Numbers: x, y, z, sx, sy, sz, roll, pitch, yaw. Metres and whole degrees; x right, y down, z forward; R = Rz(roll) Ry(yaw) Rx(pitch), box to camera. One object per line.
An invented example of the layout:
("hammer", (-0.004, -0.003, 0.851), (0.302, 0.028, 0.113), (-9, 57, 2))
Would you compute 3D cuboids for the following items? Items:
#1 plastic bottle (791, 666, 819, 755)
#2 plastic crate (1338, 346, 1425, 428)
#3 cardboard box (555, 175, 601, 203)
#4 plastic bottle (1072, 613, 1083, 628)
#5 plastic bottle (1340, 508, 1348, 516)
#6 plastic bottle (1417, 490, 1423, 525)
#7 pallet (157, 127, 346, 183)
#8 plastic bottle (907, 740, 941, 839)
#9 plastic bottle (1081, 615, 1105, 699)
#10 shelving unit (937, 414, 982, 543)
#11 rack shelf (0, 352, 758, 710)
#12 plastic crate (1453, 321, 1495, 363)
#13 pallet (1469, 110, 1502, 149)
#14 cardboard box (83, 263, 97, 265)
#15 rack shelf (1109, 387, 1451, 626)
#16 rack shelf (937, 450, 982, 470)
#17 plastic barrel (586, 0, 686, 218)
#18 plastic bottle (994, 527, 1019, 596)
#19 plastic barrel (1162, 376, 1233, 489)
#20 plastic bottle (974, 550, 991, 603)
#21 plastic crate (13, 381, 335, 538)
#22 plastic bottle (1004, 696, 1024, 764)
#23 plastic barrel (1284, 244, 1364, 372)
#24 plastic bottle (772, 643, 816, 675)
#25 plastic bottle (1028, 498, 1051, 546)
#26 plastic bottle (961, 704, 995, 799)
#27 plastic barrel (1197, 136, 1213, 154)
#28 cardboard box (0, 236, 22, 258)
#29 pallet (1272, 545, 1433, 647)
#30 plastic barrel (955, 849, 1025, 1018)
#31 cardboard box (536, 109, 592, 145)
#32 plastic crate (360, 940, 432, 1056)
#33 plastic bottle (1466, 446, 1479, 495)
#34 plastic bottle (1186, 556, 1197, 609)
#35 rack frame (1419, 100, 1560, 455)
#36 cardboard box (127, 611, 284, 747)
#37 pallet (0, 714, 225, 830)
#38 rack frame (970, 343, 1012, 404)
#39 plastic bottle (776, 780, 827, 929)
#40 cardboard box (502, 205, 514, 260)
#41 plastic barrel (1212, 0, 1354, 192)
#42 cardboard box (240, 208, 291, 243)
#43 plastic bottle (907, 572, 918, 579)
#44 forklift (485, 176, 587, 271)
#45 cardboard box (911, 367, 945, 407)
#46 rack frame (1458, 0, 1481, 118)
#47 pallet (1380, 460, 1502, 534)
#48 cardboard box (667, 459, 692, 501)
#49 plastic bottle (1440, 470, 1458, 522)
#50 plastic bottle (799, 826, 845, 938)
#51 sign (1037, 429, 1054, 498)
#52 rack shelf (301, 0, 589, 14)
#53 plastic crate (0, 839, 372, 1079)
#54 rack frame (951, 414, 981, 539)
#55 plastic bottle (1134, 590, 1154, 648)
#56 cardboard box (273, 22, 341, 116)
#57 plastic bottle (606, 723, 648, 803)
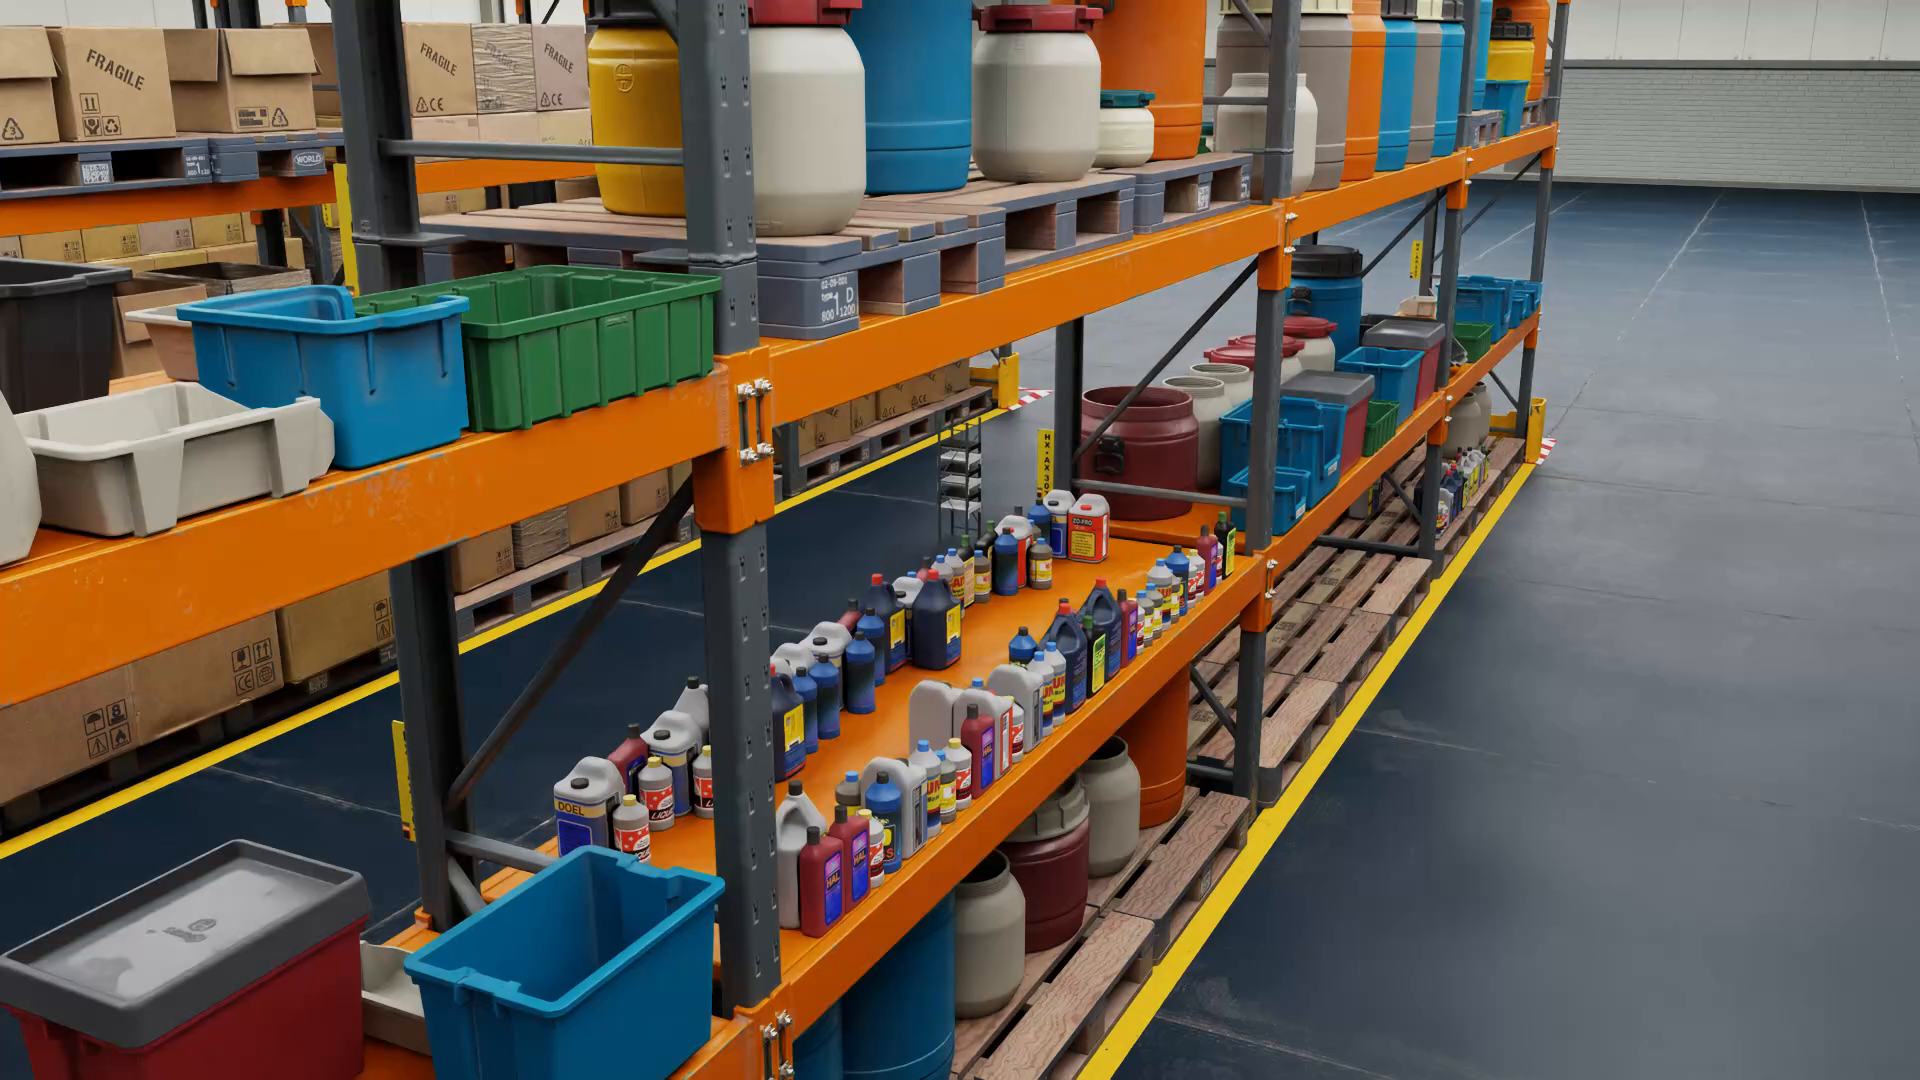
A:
("plastic bottle", (-0.494, 0.528, 5.204), (0.097, 0.271, 0.097), (0, 17, 0))
("plastic crate", (2.471, -0.891, 9.784), (0.392, 0.384, 0.575), (8, 18, 25))
("cardboard box", (-2.226, -2.154, 12.216), (1.000, 1.000, 1.000), (8, 18, 26))
("plastic bottle", (0.392, 0.377, 5.691), (0.061, 0.283, 0.133), (8, 18, 25))
("plastic bottle", (2.715, -0.361, 11.852), (0.144, 0.351, 0.185), (8, 18, 24))
("plastic bottle", (3.244, -0.253, 11.605), (0.061, 0.283, 0.133), (8, 18, 25))
("pallet", (-3.773, -2.007, 8.578), (1.213, 0.211, 1.003), (9, 19, 28))
("plastic bottle", (-0.102, 0.691, 4.654), (0.097, 0.271, 0.097), (0, 17, 0))
("plastic bottle", (0.446, 0.385, 5.665), (0.061, 0.283, 0.133), (8, 18, 25))
("shelving unit", (-0.004, -0.429, 11.889), (0.258, 0.900, 0.210), (8, 18, 25))
("rack shelf", (-1.783, 0.235, 1.961), (1.077, 0.370, 4.000), (8, 18, 25))
("plastic crate", (3.544, -1.428, 11.935), (0.450, 0.188, 0.662), (8, 18, 25))
("pallet", (2.920, -2.763, 11.122), (1.213, 0.211, 1.003), (8, 18, 25))
("cardboard box", (-7.033, -1.874, 12.889), (0.500, 0.500, 0.500), (8, 18, 25))
("rack shelf", (1.792, -0.365, 9.249), (1.077, 0.370, 4.000), (8, 18, 25))
("rack shelf", (-0.004, -0.570, 11.848), (0.258, 0.077, 0.200), (8, 18, 25))
("plastic barrel", (-0.663, -1.169, 4.357), (0.600, 0.588, 0.600), (0, 17, 0))
("plastic bottle", (0.187, 0.082, 6.706), (0.097, 0.271, 0.097), (0, 17, 0))
("plastic barrel", (1.167, -0.543, 8.389), (0.421, 0.512, 0.421), (0, 17, 0))
("plastic bottle", (0.073, 0.142, 6.628), (0.097, 0.201, 0.097), (0, 17, 0))
("plastic crate", (-1.117, -0.121, 2.357), (0.293, 0.136, 0.466), (8, 18, 25))
("plastic bottle", (0.148, 0.582, 5.145), (0.097, 0.201, 0.097), (0, 17, 0))
("plastic barrel", (2.242, -1.400, 10.589), (0.600, 0.901, 0.708), (8, 18, 25))
("plastic bottle", (-0.554, 0.481, 5.356), (0.152, 0.276, 0.135), (8, 18, 25))
("plastic bottle", (0.339, -0.044, 7.129), (0.097, 0.271, 0.097), (0, 17, 0))
("plastic bottle", (0.053, 0.609, 4.911), (0.061, 0.283, 0.133), (8, 18, 25))
("plastic barrel", (0.963, -1.633, 7.260), (0.294, 0.245, 0.294), (0, 17, 0))
("cardboard box", (-7.491, -2.257, 12.422), (0.700, 0.500, 0.500), (8, 18, 25))
("pallet", (2.369, 0.322, 10.568), (1.003, 0.211, 1.213), (8, 18, 25))
("plastic barrel", (0.018, 1.360, 5.808), (0.421, 0.512, 0.421), (0, 17, 0))
("cardboard box", (-2.644, -2.547, 10.326), (0.500, 0.250, 0.500), (9, 19, 27))
("plastic crate", (-1.225, 1.016, 3.692), (0.396, 0.136, 0.243), (8, 18, 25))
("plastic bottle", (3.775, -0.517, 12.376), (0.144, 0.351, 0.185), (9, 19, 28))
("plastic bottle", (0.884, 0.163, 6.557), (0.097, 0.201, 0.097), (0, 17, 0))
("rack frame", (4.473, -2.238, 14.292), (1.000, 3.000, 0.127), (8, 18, 25))
("cardboard box", (-4.265, 0.386, 8.451), (1.225, 0.875, 0.875), (8, 18, 26))
("pallet", (-4.499, 1.007, 8.263), (1.003, 0.211, 1.213), (8, 18, 25))
("rack frame", (0.042, -2.868, 16.413), (1.000, 3.000, 0.127), (8, 18, 25))
("plastic bottle", (-0.424, 0.783, 4.205), (0.144, 0.351, 0.185), (8, 18, 25))
("cardboard box", (-5.064, -3.227, 17.358), (0.875, 0.550, 0.550), (8, 18, 25))
("plastic barrel", (1.459, -2.060, 7.544), (0.600, 0.901, 0.600), (0, 17, 0))
("cardboard box", (-6.354, -2.906, 14.609), (0.700, 0.500, 0.500), (8, 18, 24))
("plastic bottle", (-0.177, 0.251, 6.139), (0.097, 0.271, 0.097), (0, 17, 0))
("forklift", (-4.105, -2.386, 14.909), (3.031, 2.935, 1.130), (4, 17, 13))
("cardboard box", (-0.489, -1.558, 15.654), (0.500, 0.500, 0.500), (14, 22, 40))
("rack frame", (2.685, -4.095, 10.007), (1.000, 3.000, 0.127), (8, 18, 25))
("pallet", (3.567, -0.360, 12.867), (1.003, 0.211, 1.213), (8, 18, 25))
("cardboard box", (-2.269, -0.589, 12.358), (0.700, 0.500, 0.500), (8, 18, 25))
("plastic bottle", (3.417, -0.313, 11.690), (0.144, 0.351, 0.185), (9, 19, 27))
("plastic bottle", (-0.344, 0.835, 4.149), (0.061, 0.283, 0.133), (8, 18, 25))
("sign", (0.403, -0.347, 7.637), (0.100, 0.325, 0.005), (8, 18, 25))
("rack shelf", (-5.244, -5.355, 16.215), (1.077, 0.370, 4.000), (8, 18, 25))
("plastic crate", (-1.513, 0.954, 3.325), (0.402, 0.464, 0.583), (8, 18, 25))
("rack frame", (0.042, -0.455, 11.976), (0.240, 0.900, 0.006), (8, 18, 25))
("plastic bottle", (0.667, 0.287, 6.140), (0.097, 0.201, 0.097), (0, 17, 0))
("cardboard box", (-3.544, -2.709, 9.557), (0.500, 0.500, 0.500), (9, 19, 27))
("plastic bottle", (-0.940, 0.668, 4.712), (0.061, 0.283, 0.133), (8, 18, 25))
